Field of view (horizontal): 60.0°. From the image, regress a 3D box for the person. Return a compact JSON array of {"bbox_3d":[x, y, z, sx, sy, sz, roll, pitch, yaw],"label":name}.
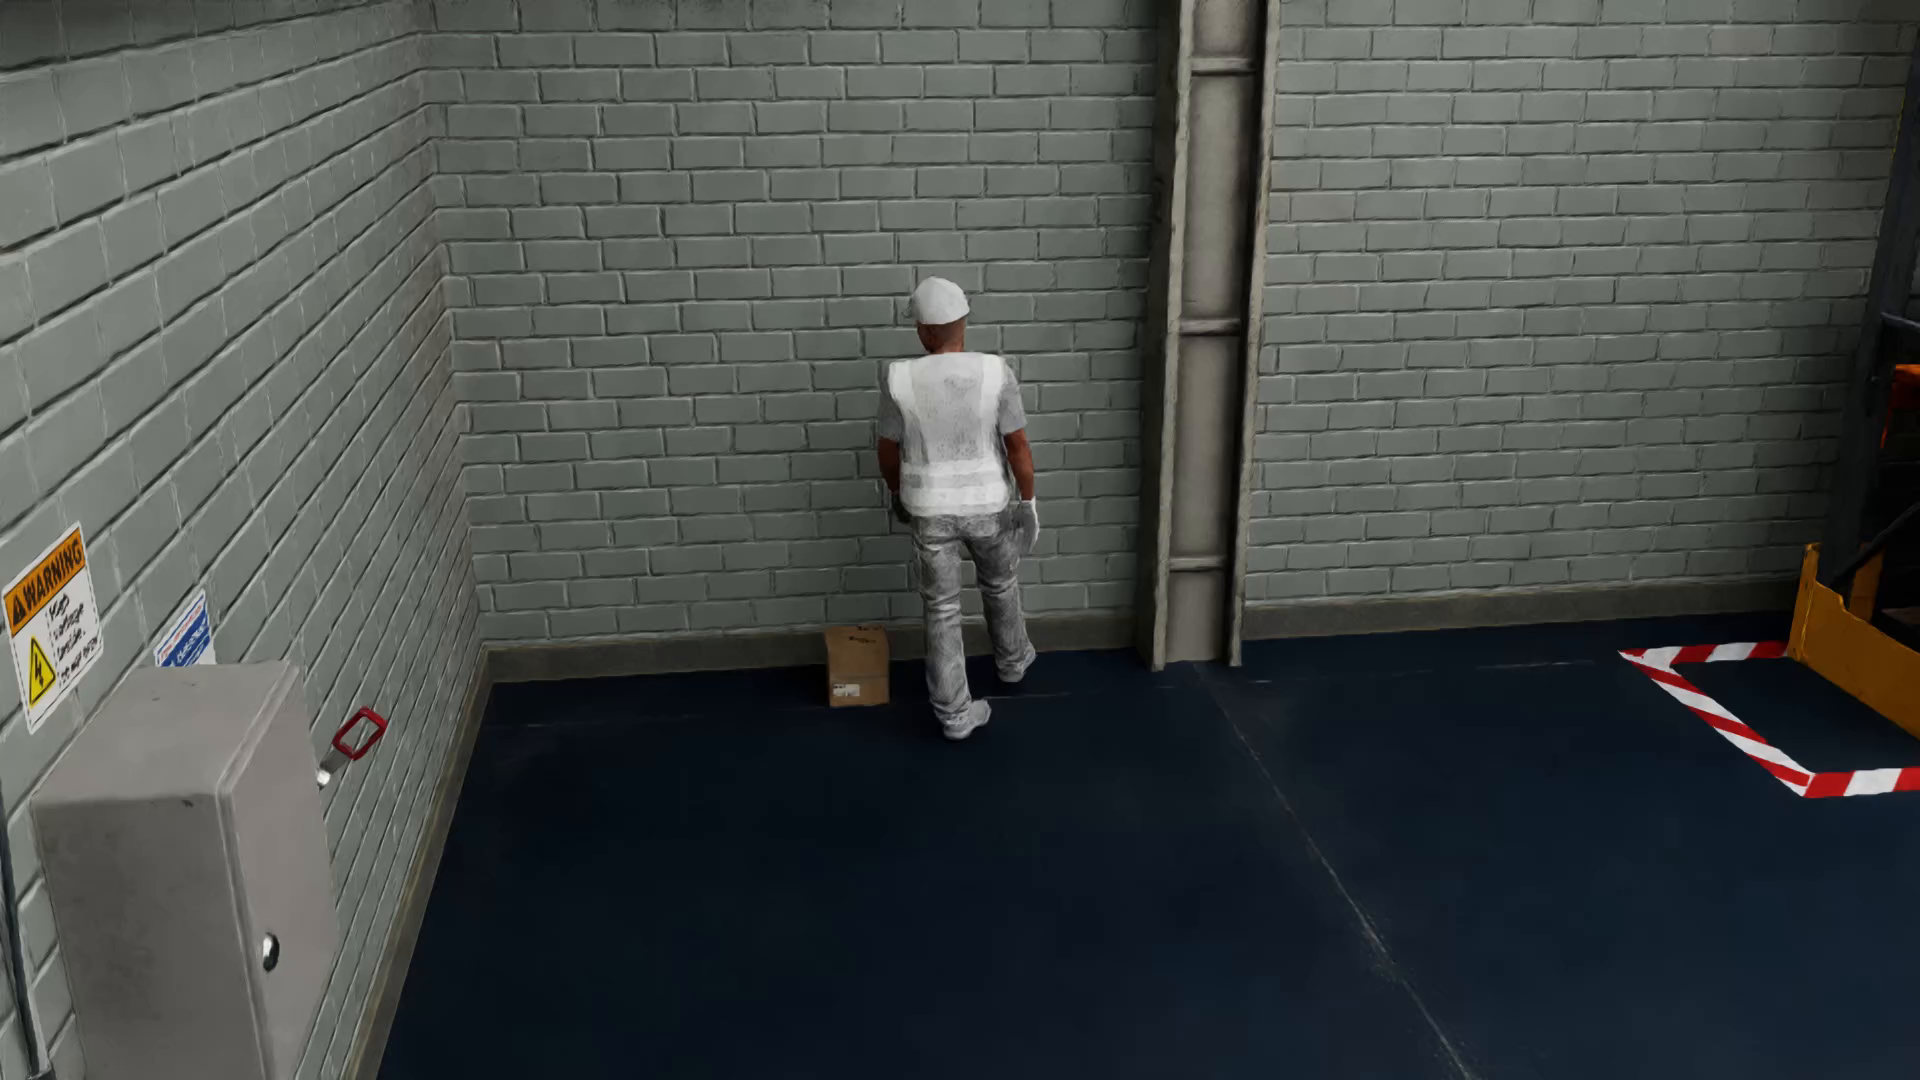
[{"bbox_3d":[0.007,-0.172,6.510,0.658,1.763,0.754,-1,20,-2],"label":"person"}]
